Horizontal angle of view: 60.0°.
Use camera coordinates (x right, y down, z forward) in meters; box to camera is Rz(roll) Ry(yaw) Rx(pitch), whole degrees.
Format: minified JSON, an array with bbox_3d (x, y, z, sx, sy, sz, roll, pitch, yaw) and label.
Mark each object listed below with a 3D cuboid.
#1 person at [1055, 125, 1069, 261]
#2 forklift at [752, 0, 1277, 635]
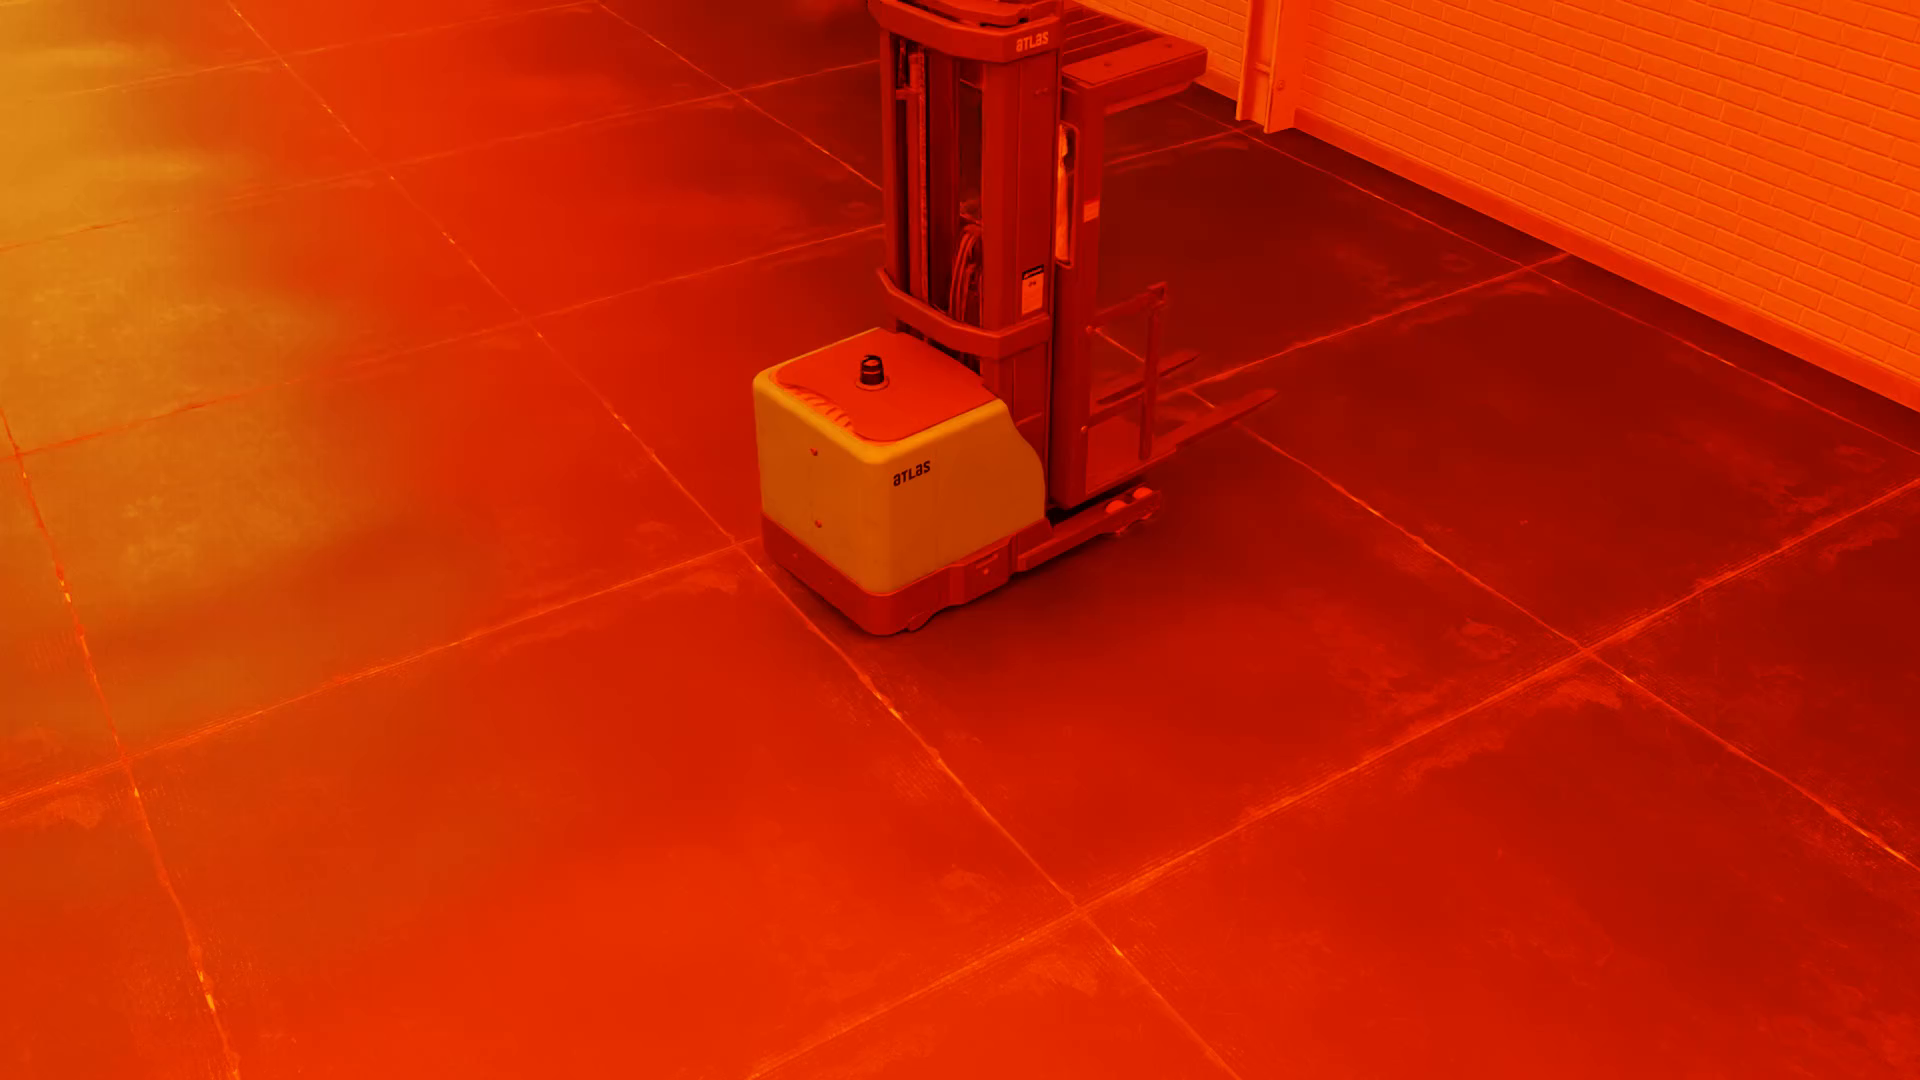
[{"bbox_3d":[0.633,-2.479,10.738,0.532,1.694,0.584,0,35,1],"label":"person"},{"bbox_3d":[0.440,-1.449,8.210,3.031,2.935,1.130,-26,42,-32],"label":"forklift"}]
